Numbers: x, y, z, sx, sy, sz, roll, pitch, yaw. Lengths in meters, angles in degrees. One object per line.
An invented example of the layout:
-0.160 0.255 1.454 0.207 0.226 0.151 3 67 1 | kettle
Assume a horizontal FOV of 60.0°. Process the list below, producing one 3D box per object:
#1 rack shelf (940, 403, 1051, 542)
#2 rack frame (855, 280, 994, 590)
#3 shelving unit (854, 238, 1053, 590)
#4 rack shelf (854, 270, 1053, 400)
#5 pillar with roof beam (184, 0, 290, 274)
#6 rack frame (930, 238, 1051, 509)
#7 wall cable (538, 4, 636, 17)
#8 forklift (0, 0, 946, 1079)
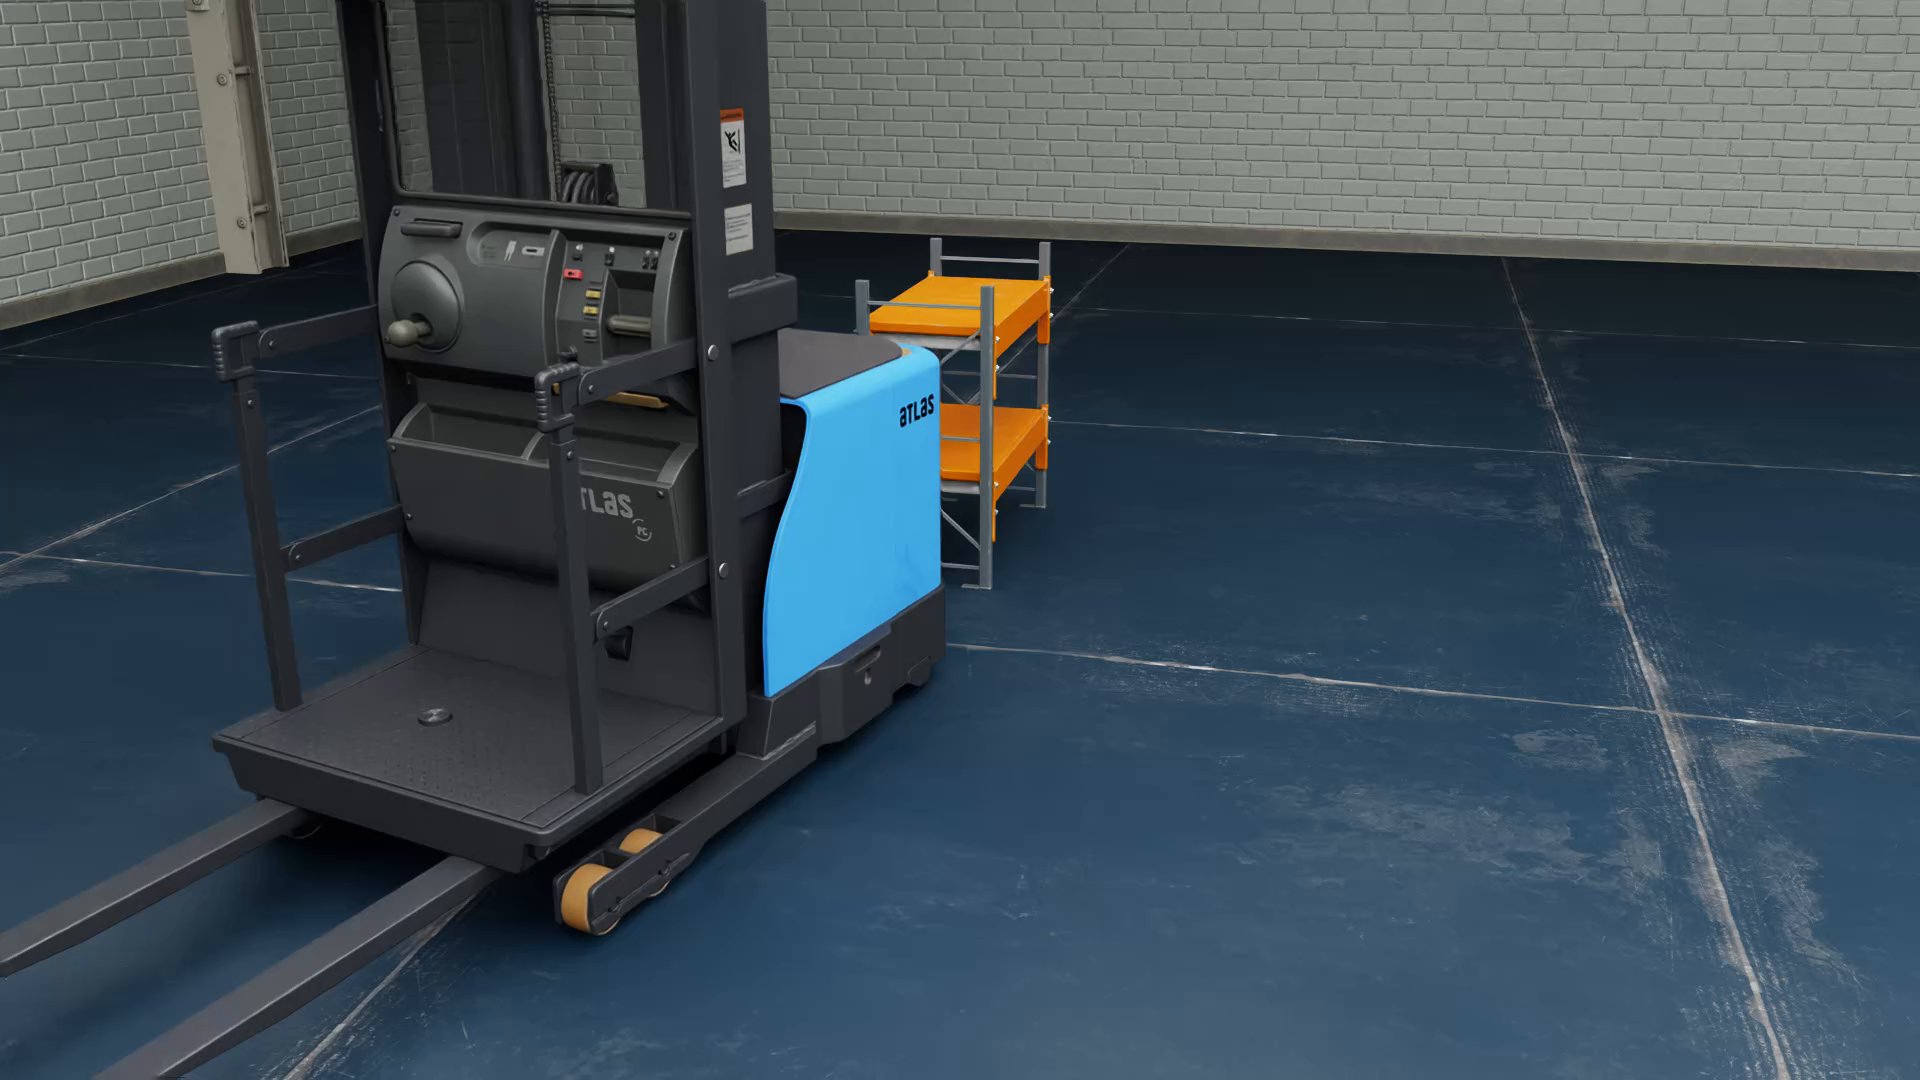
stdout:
-0.002 -0.299 6.579 0.538 0.278 1.000 5 19 13 | rack shelf
-0.126 -0.371 6.033 0.500 1.125 0.032 5 19 13 | rack frame
-0.002 -0.530 6.500 0.538 1.125 1.048 5 19 13 | shelving unit
-0.002 -0.807 6.405 0.538 0.278 1.000 5 19 13 | rack shelf
-1.234 -6.002 10.339 9.100 9.000 0.400 5 19 13 | pillar with roof beam
0.123 -0.690 6.966 0.500 1.125 0.032 5 19 13 | rack frame
-3.407 -5.692 14.234 3.097 2.526 0.112 5 19 13 | wall cable
-1.176 -0.614 3.952 1.130 2.935 3.031 10 21 26 | forklift
